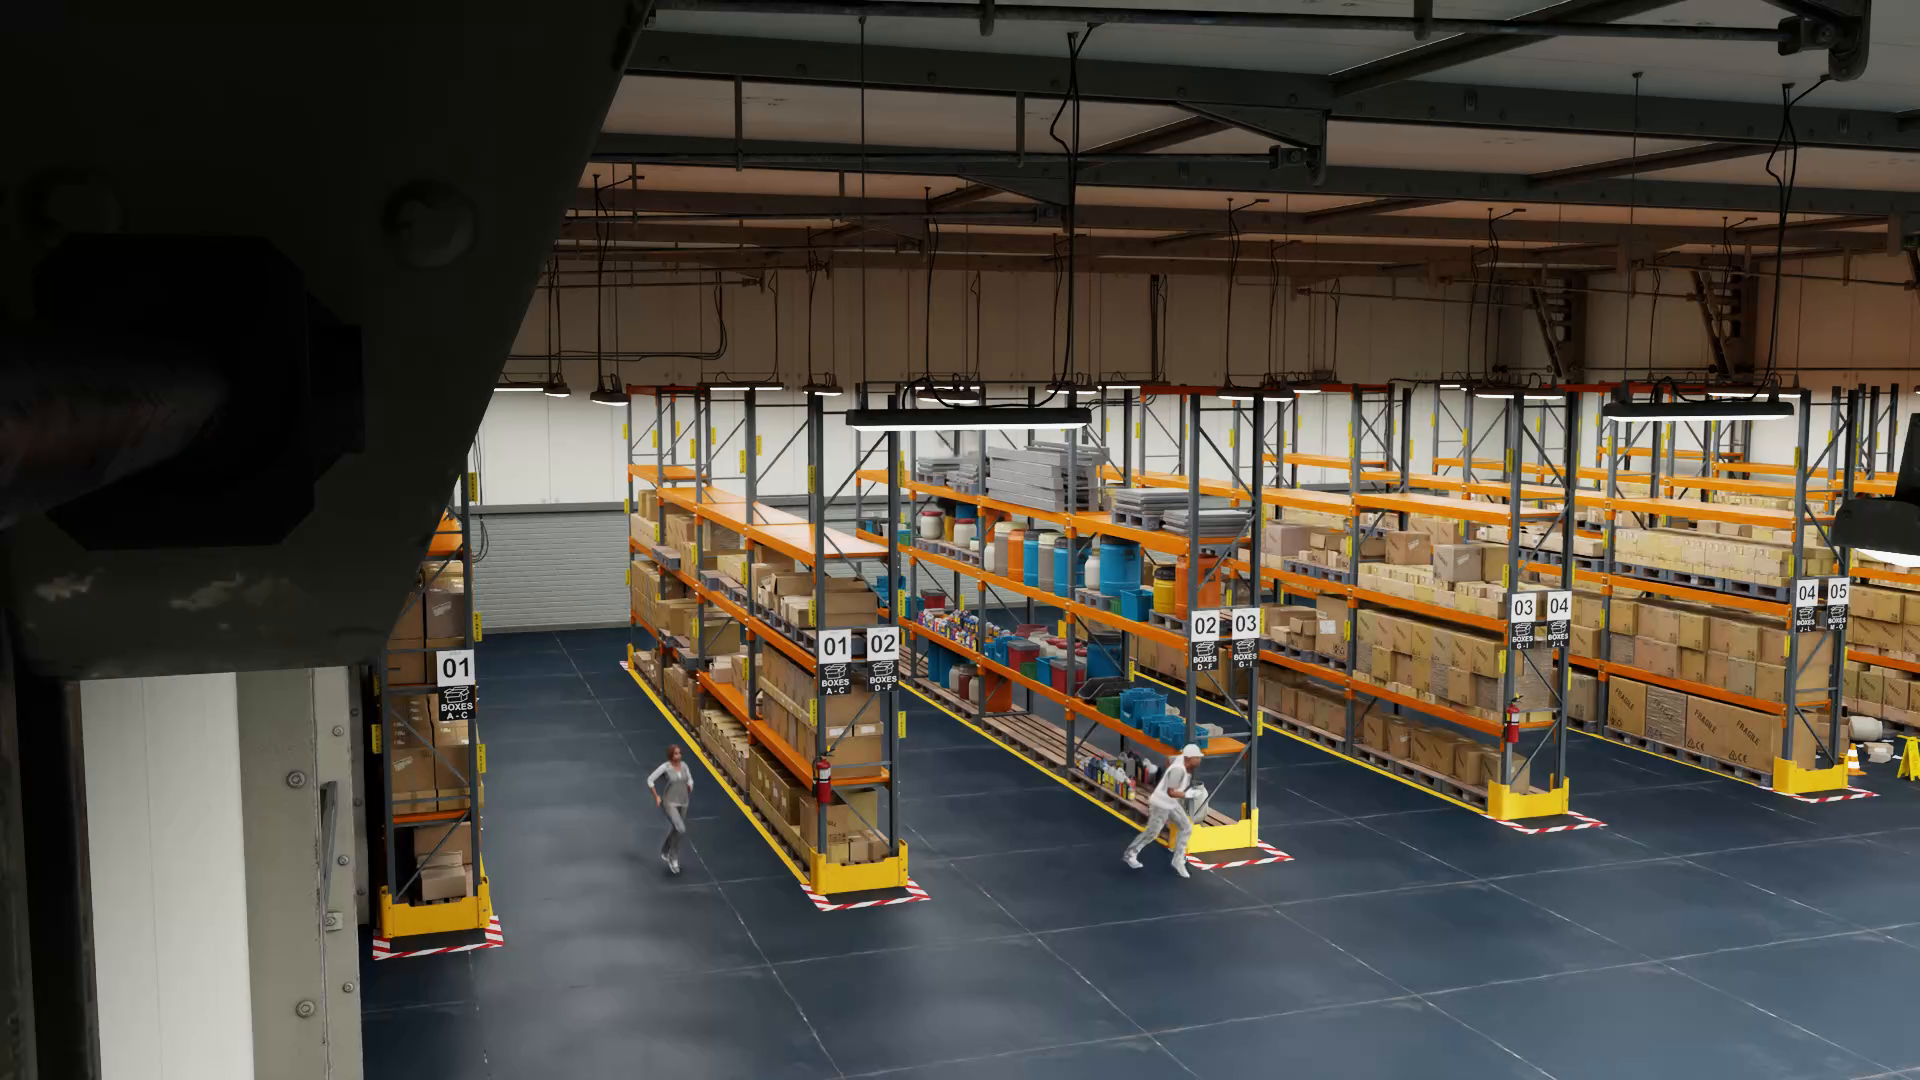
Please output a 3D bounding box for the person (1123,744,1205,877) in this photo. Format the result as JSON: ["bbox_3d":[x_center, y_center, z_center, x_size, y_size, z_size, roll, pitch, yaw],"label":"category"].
[{"bbox_3d":[2.548,3.378,20.824,1.017,1.723,0.728,2,6,19],"label":"person"}]

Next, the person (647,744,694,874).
[{"bbox_3d":[-3.592,3.383,20.952,0.688,1.610,0.507,5,8,42],"label":"person"}]
